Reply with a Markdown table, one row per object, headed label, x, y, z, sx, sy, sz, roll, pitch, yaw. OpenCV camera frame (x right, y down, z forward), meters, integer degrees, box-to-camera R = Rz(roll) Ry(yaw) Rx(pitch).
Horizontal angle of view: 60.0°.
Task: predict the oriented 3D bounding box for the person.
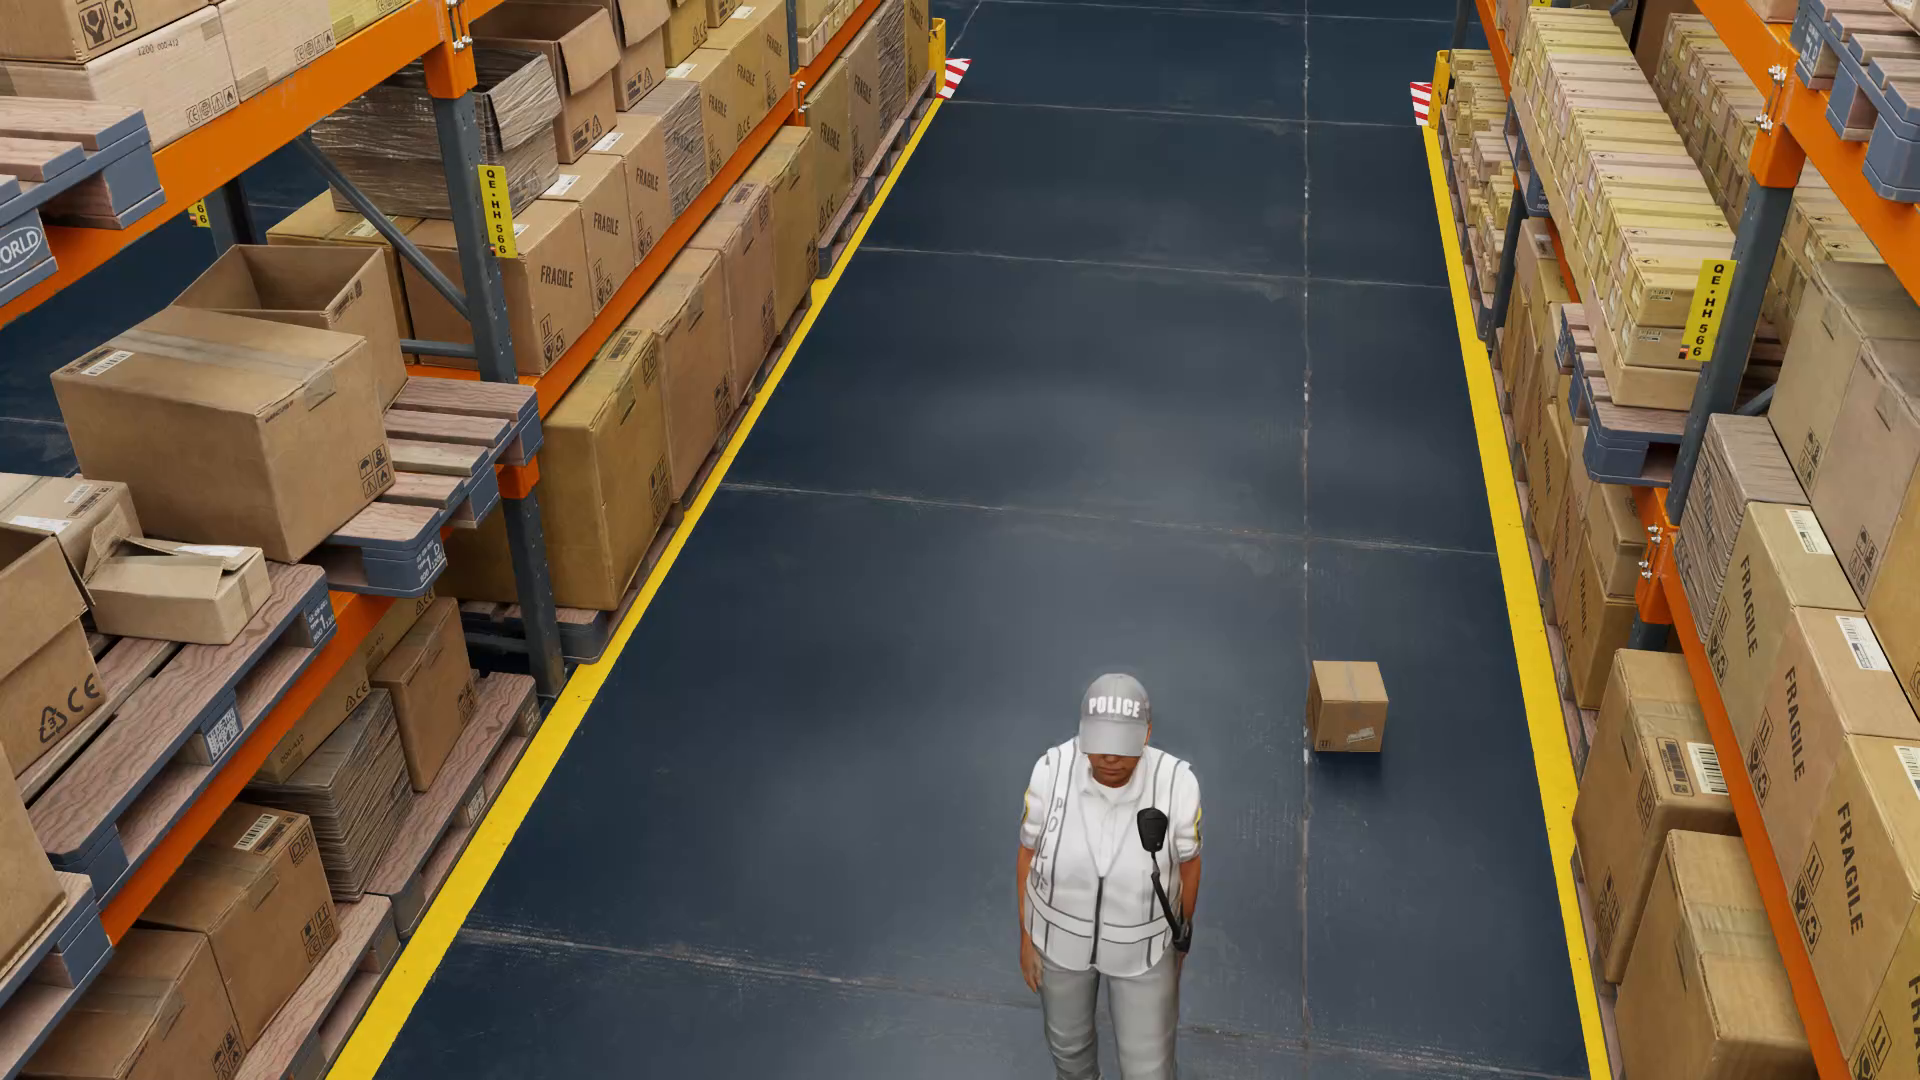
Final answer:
| label | x | y | z | sx | sy | sz | roll | pitch | yaw |
| --- | --- | --- | --- | --- | --- | --- | --- | --- | --- |
| person | 0.374 | 1.087 | 4.415 | 0.479 | 1.687 | 0.457 | 7 | 33 | 11 |
